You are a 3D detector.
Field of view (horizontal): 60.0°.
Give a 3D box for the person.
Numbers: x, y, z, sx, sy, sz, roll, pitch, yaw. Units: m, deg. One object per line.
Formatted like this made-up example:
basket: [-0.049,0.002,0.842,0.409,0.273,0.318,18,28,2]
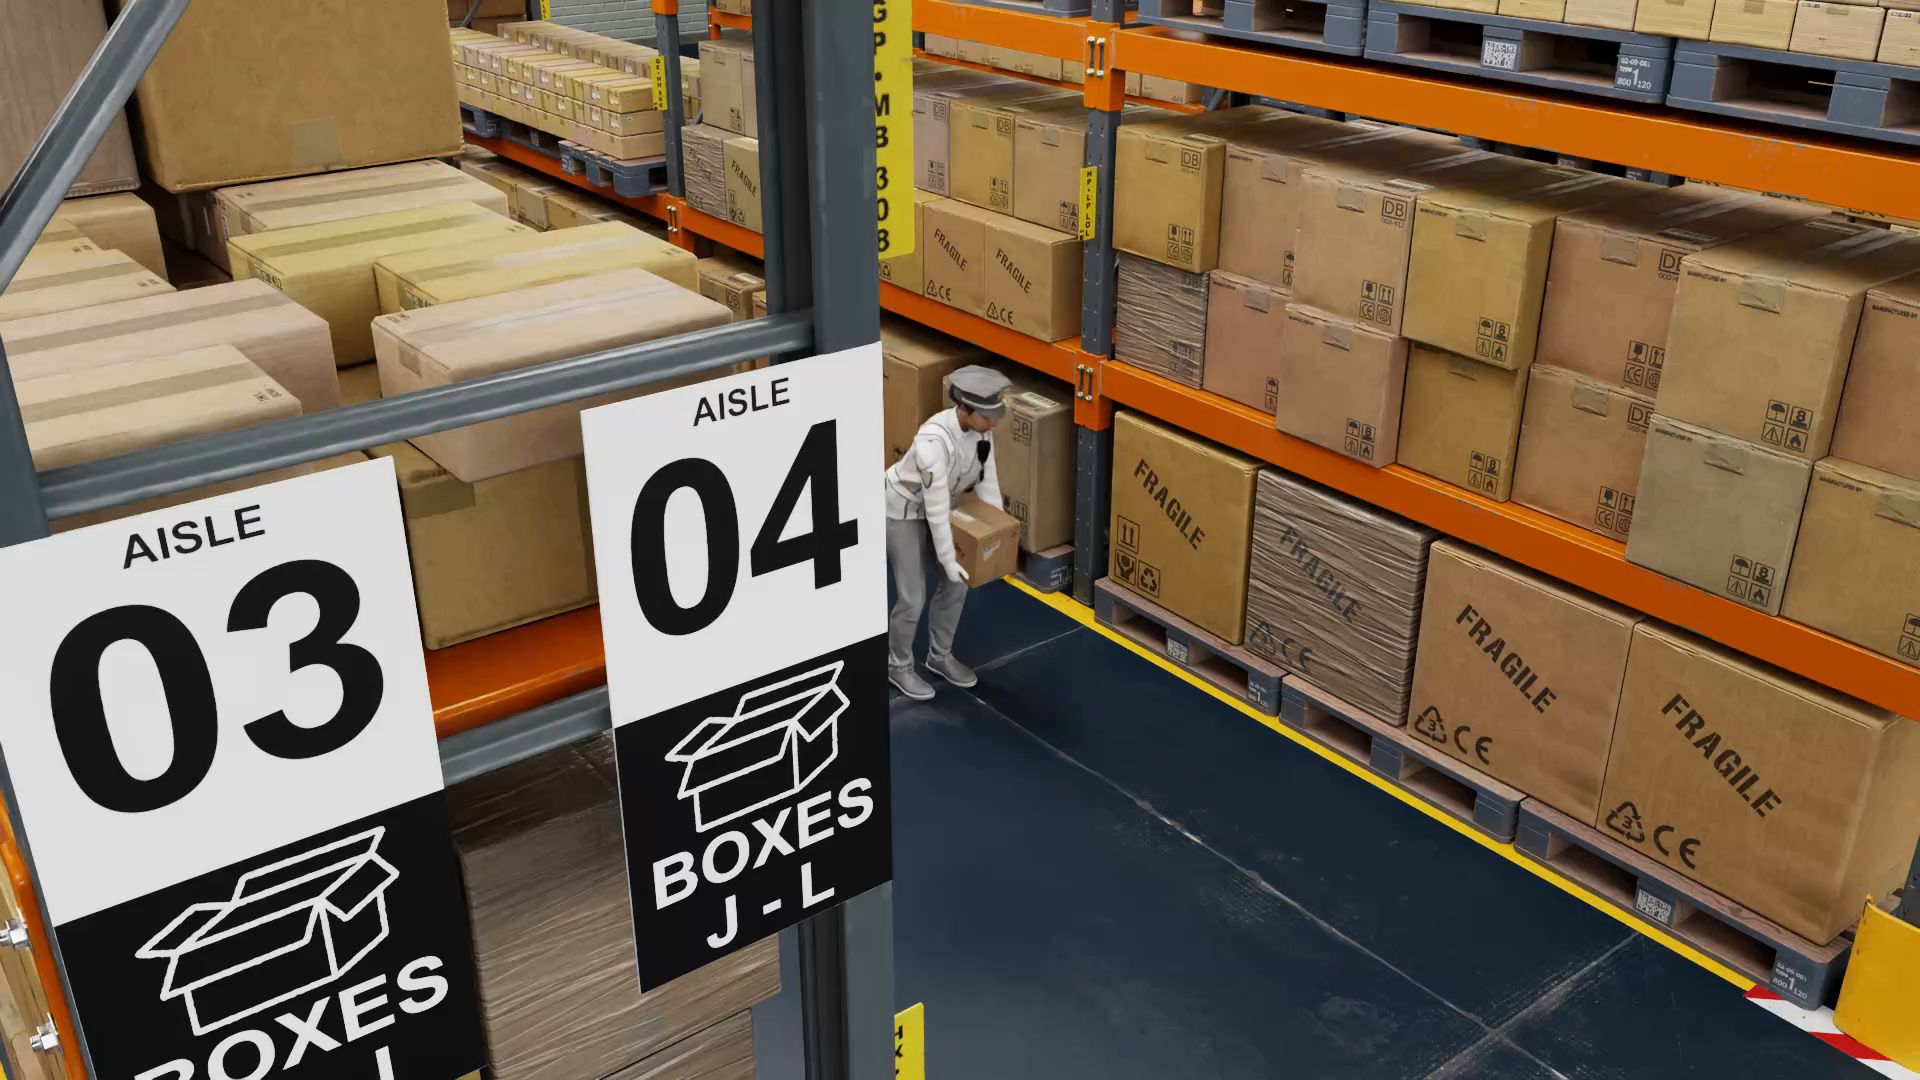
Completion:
person: [-0.060,-0.034,7.305,0.633,1.566,0.414,22,33,39]
